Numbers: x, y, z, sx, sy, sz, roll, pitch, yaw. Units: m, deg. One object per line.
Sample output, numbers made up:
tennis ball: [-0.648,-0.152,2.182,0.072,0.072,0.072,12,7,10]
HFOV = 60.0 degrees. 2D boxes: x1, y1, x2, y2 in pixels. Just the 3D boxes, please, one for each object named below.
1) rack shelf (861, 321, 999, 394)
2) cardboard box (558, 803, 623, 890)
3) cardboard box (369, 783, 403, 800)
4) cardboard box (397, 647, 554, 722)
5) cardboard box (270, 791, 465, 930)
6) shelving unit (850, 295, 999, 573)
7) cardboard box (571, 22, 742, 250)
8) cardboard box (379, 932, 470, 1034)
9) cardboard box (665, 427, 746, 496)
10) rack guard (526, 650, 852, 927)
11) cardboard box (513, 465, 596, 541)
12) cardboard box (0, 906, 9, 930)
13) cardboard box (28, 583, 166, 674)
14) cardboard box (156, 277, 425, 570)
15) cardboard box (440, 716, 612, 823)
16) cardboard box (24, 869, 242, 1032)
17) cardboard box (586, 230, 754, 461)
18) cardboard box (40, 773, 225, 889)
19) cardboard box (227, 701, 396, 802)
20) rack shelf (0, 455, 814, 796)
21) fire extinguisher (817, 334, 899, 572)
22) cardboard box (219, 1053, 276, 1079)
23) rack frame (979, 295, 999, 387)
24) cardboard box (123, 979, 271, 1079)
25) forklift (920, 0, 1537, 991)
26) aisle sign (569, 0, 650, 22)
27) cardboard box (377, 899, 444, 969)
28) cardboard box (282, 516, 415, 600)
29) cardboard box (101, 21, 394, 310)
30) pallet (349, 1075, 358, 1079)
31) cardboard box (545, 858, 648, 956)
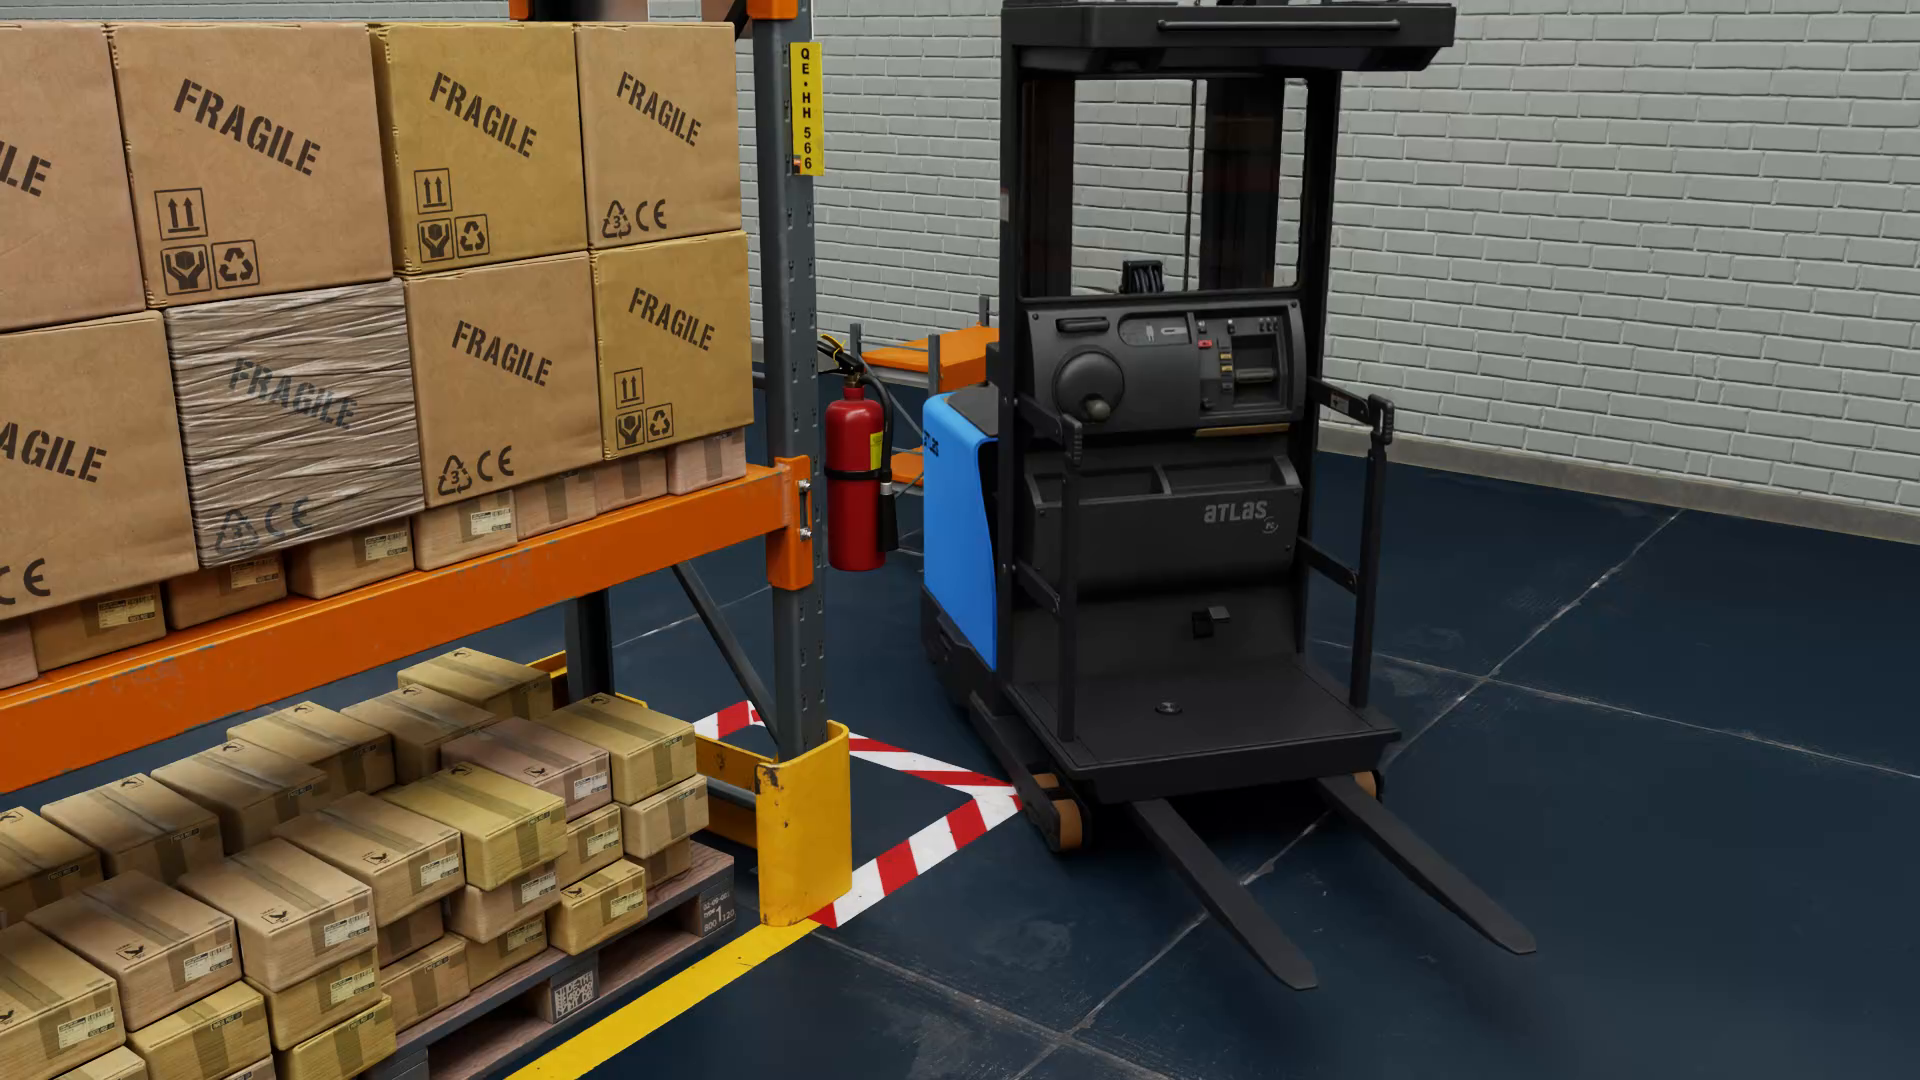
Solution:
rack shelf: [0.004,-0.818,7.995,0.538,0.278,1.000,12,21,35]
cardboard box: [-1.104,0.758,4.342,0.380,0.149,0.250,12,21,33]
cardboard box: [-1.622,0.738,4.408,0.380,0.149,0.250,13,21,35]
cardboard box: [-1.405,0.452,4.827,0.380,0.149,0.250,11,21,32]
cardboard box: [-1.385,0.742,3.892,0.380,0.149,0.250,11,21,33]
shelving unit: [0.004,-0.539,8.082,0.538,1.125,1.048,12,21,35]
cardboard box: [-0.893,-1.004,4.063,0.500,0.500,0.500,12,21,34]
cardboard box: [-1.402,1.021,3.996,0.380,0.149,0.250,13,21,35]
cardboard box: [-0.787,-0.242,4.389,0.380,0.149,0.250,12,21,35]
rack guard: [-0.866,0.722,5.075,1.175,0.500,0.348,12,21,35]
cardboard box: [-1.103,-0.127,4.019,0.380,0.149,0.250,12,21,34]
cardboard box: [-2.246,0.846,3.559,0.380,0.149,0.250,12,21,35]
cardboard box: [-1.771,0.115,3.239,0.380,0.149,0.250,13,21,36]
cardboard box: [-1.487,-0.283,3.427,0.500,0.500,0.500,13,21,35]
cardboard box: [-1.128,0.608,4.325,0.380,0.149,0.250,13,21,36]
cardboard box: [-1.747,0.859,3.515,0.380,0.149,0.250,12,21,33]
cardboard box: [-0.881,-0.527,4.213,0.500,0.500,0.500,13,21,36]
cardboard box: [-1.980,0.714,3.982,0.380,0.149,0.250,13,22,37]
cardboard box: [-1.726,0.576,4.427,0.380,0.149,0.250,12,21,35]
rack shelf: [-2.012,0.330,3.336,1.077,0.370,4.000,12,21,35]
fire extinguisher: [-0.299,-0.253,4.760,0.296,0.674,0.183,12,21,35]
cardboard box: [-1.682,1.155,3.566,0.380,0.149,0.250,13,21,36]
rack frame: [0.307,-0.660,8.472,0.500,1.125,0.032,12,21,35]
cardboard box: [-1.680,1.013,3.522,0.380,0.149,0.250,14,22,37]
forklift: [0.726,-0.563,5.114,1.130,2.935,3.031,-5,18,-15]
aisle sign: [-1.018,-1.802,4.604,0.394,0.787,0.004,12,21,35]
cardboard box: [-1.456,0.875,3.965,0.380,0.149,0.250,12,21,34]
cardboard box: [-1.417,-0.005,3.625,0.380,0.149,0.250,11,21,32]
cardboard box: [-1.498,-0.758,3.271,0.500,0.500,0.500,14,22,37]
pallet: [-2.105,1.337,3.584,1.003,0.211,1.213,12,21,35]
cardboard box: [-1.038,0.913,4.346,0.380,0.149,0.250,13,22,36]
